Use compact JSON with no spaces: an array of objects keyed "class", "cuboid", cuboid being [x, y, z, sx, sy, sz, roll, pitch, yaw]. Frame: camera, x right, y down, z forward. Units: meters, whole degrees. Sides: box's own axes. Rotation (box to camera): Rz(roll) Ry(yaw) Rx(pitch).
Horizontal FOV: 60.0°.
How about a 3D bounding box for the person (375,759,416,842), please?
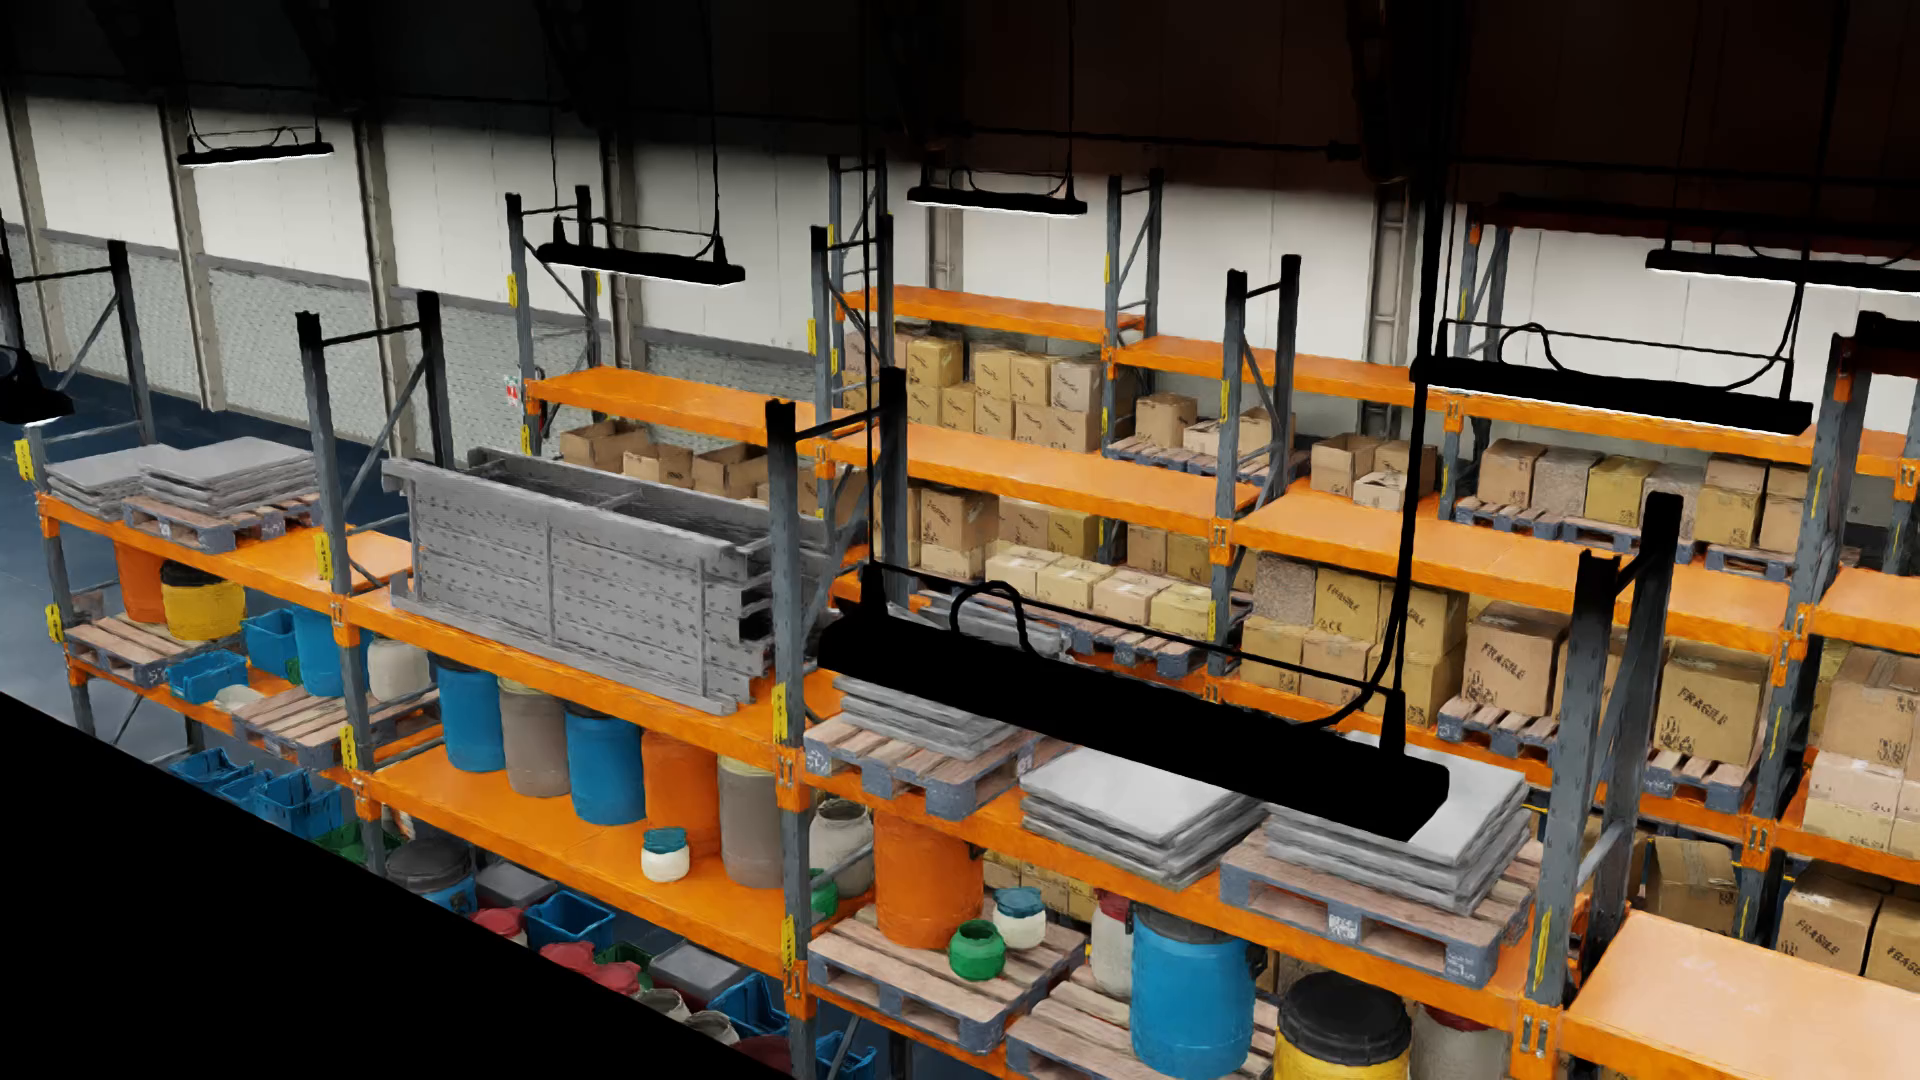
[{"class":"person","cuboid":[-5.086,2.483,15.049,0.568,1.654,0.602,-12,22,-32]}]
